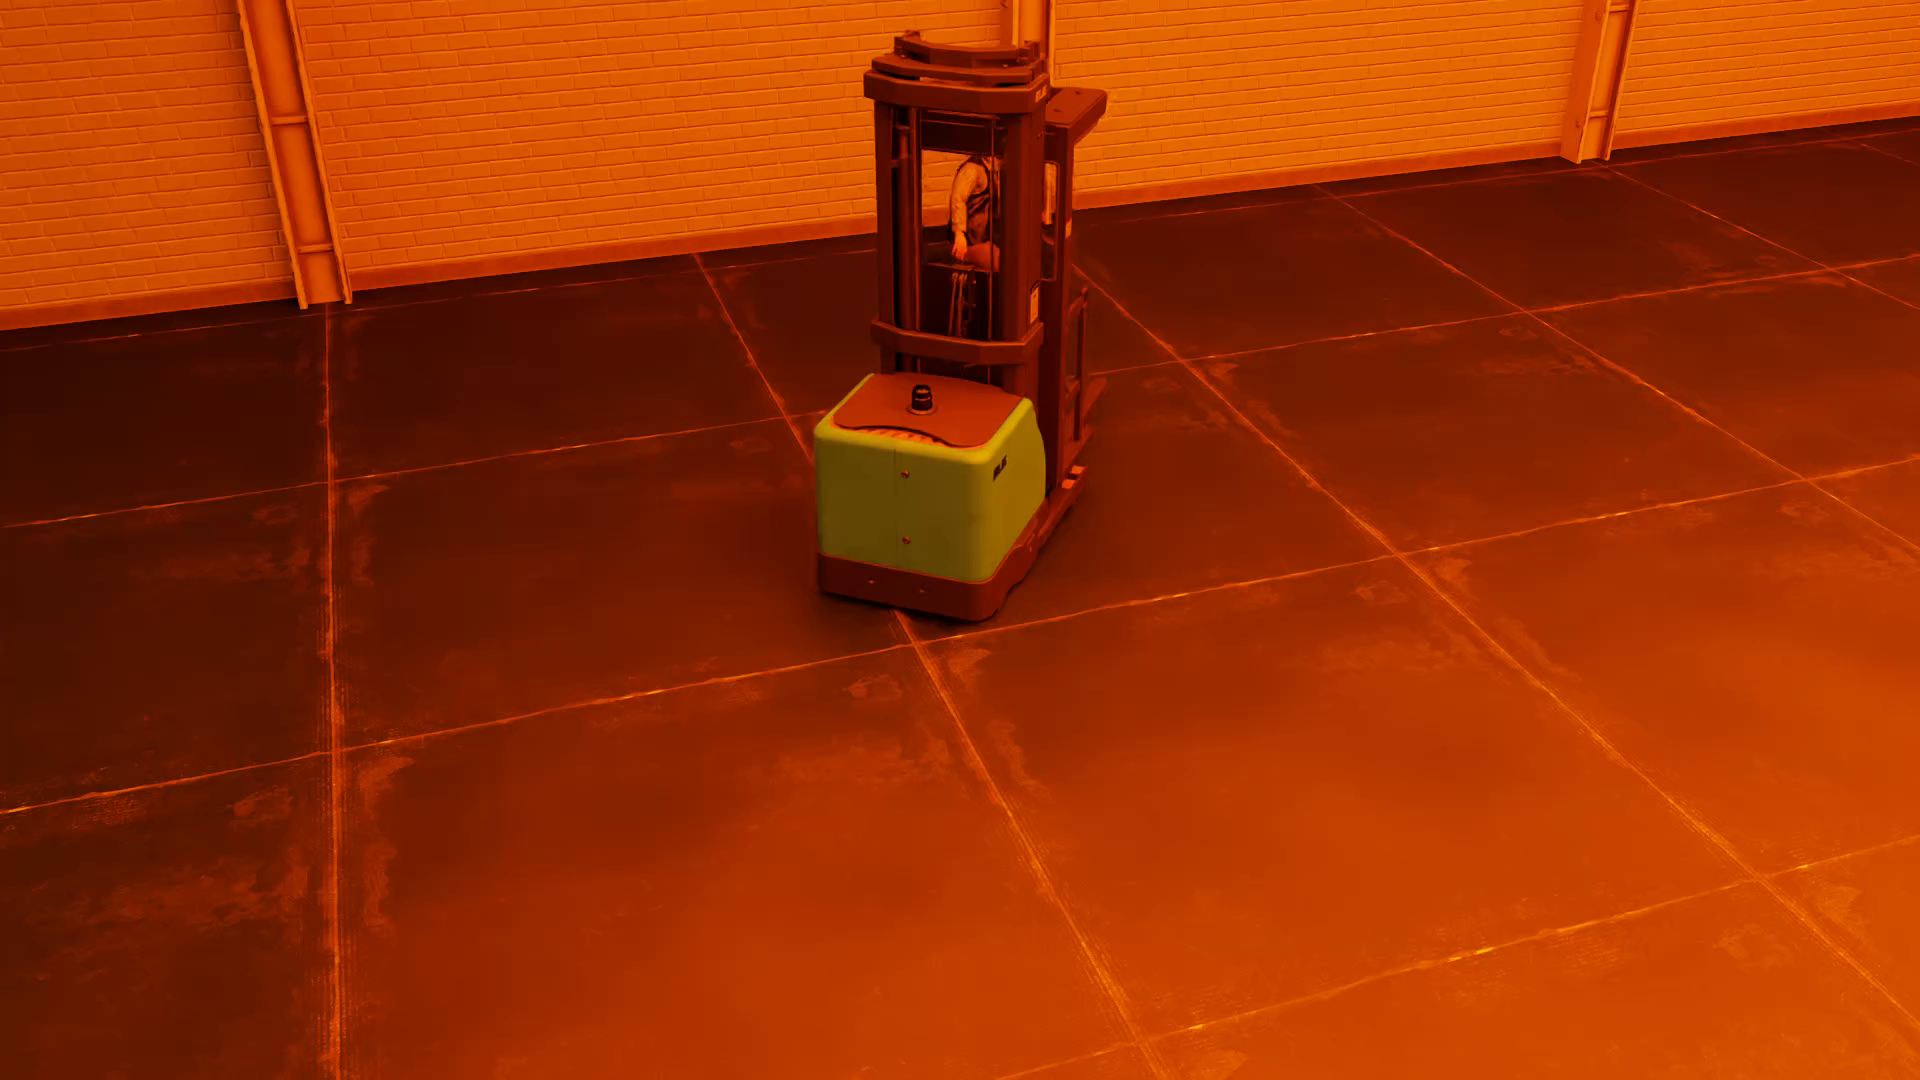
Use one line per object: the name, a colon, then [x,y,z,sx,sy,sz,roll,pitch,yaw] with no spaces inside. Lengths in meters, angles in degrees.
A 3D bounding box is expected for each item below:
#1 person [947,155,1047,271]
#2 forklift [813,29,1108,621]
person: [0.254,-2.237,12.344,0.786,1.590,0.771,-2,30,-3]
forklift: [0.180,-1.548,9.777,1.130,2.935,3.031,11,32,18]
